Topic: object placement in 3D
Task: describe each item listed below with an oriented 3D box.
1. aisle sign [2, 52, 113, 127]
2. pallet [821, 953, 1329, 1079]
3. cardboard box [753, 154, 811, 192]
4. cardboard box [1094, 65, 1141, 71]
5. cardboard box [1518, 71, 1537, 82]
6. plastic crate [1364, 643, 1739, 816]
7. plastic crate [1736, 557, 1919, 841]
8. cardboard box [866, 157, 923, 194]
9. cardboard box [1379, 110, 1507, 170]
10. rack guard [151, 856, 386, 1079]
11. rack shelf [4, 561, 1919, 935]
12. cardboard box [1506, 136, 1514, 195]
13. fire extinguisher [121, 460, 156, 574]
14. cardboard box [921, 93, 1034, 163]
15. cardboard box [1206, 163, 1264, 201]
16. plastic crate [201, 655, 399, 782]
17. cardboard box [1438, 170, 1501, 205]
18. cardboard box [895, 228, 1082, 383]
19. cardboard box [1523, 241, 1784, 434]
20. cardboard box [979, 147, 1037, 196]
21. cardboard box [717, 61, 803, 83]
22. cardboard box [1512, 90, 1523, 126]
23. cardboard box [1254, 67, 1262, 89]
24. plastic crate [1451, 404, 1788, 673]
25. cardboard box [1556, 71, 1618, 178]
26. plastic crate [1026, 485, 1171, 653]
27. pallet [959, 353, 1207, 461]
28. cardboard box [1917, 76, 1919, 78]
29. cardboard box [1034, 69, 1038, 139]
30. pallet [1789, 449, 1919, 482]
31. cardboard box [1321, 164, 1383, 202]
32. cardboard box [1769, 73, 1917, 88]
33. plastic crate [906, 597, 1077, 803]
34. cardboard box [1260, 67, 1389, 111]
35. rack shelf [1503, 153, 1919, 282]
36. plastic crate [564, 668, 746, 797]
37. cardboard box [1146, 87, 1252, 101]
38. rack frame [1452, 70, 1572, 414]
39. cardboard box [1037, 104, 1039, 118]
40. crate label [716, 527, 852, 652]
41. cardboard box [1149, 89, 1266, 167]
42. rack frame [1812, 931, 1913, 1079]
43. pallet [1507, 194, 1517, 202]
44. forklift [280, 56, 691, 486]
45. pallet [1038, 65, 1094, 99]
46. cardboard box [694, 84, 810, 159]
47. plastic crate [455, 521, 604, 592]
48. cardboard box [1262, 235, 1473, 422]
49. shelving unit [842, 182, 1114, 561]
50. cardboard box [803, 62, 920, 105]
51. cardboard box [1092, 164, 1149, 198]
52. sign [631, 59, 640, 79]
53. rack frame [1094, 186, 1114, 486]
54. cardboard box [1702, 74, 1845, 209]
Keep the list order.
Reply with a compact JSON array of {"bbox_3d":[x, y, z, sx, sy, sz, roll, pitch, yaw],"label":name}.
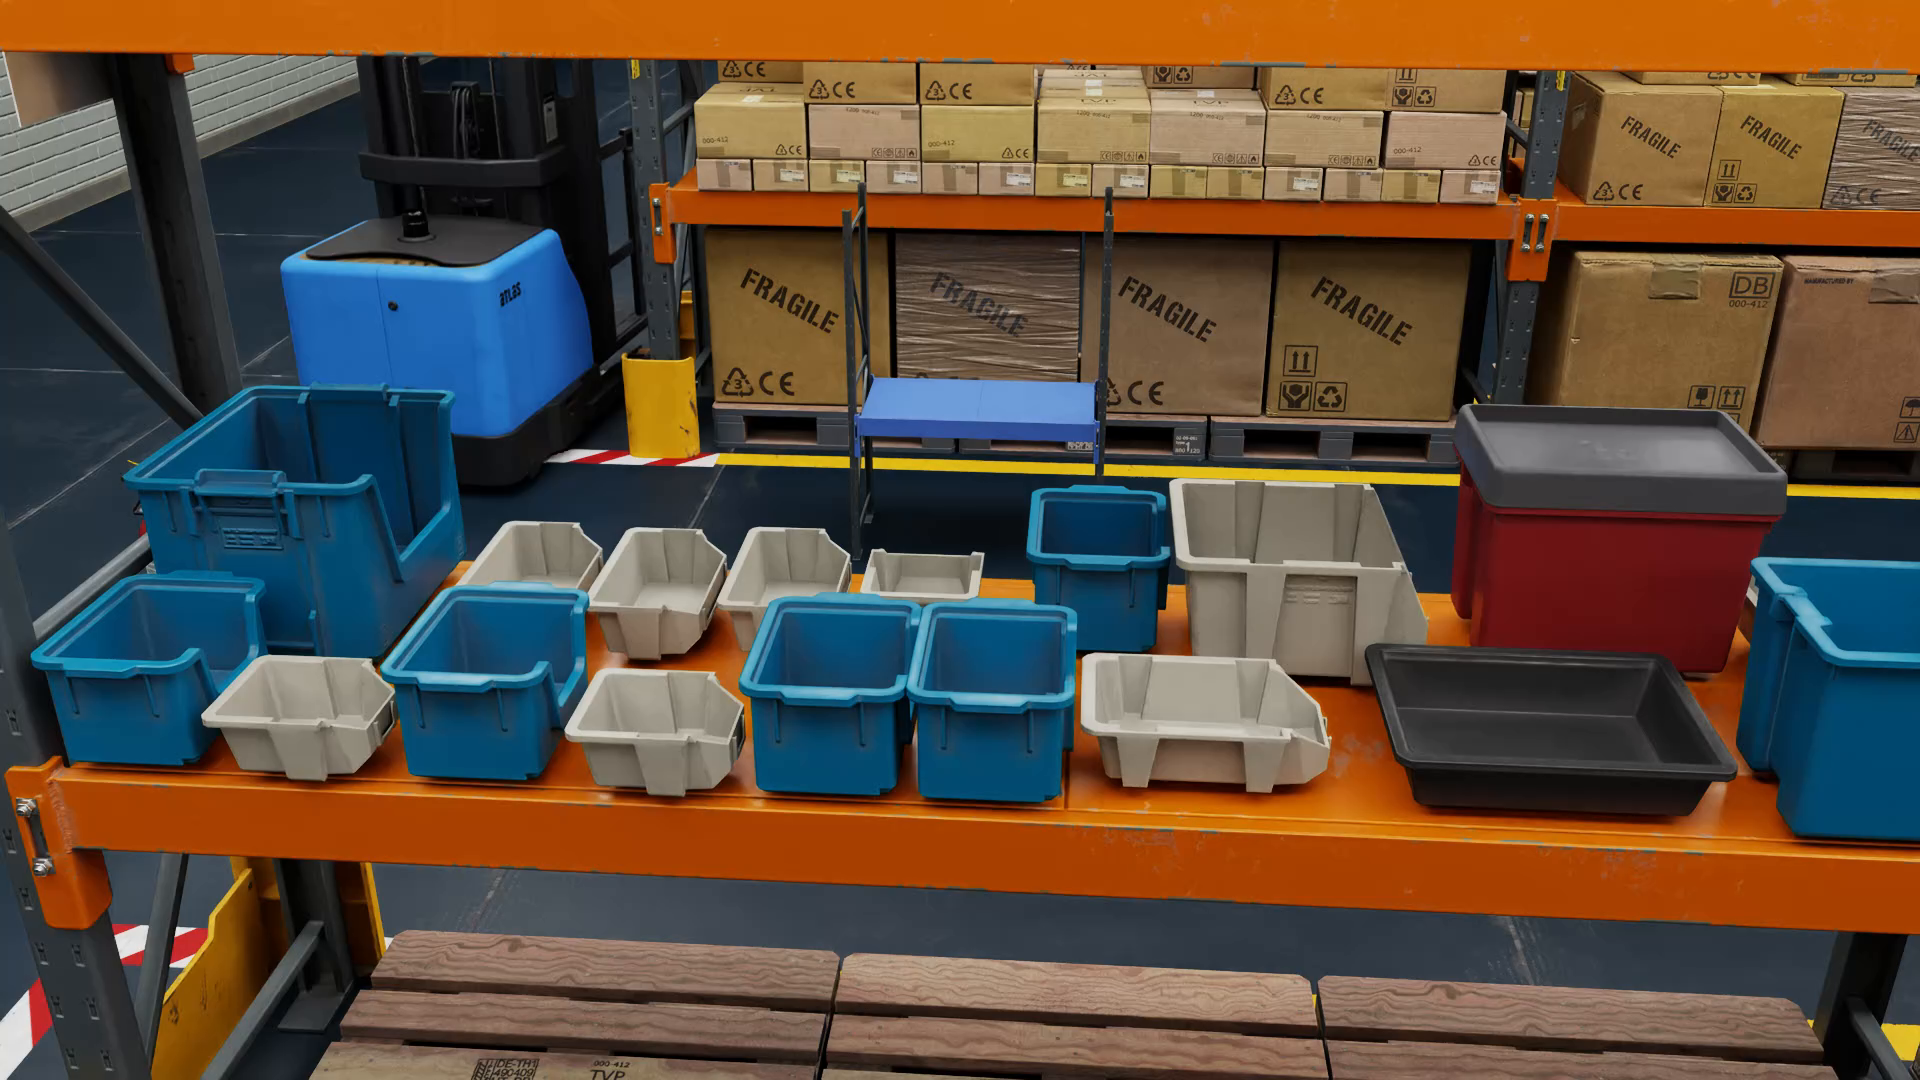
[{"bbox_3d":[-1.817,-1.245,3.257,0.004,0.787,0.394,2,25,4],"label":"aisle sign"},{"bbox_3d":[0.264,1.410,3.933,1.213,0.211,1.003,2,25,4],"label":"pallet"},{"bbox_3d":[-0.804,-1.733,7.729,0.250,0.149,0.380,1,25,3],"label":"cardboard box"},{"bbox_3d":[1.848,-5.126,17.365,0.875,0.438,0.875,1,25,2],"label":"cardboard box"},{"bbox_3d":[4.353,-3.395,12.631,0.500,0.250,0.500,3,25,6],"label":"cardboard box"},{"bbox_3d":[1.084,0.362,3.132,0.590,0.125,0.437,2,25,4],"label":"plastic crate"},{"bbox_3d":[1.729,0.296,2.966,0.575,0.384,0.392,2,25,4],"label":"plastic crate"},{"bbox_3d":[-0.289,-1.717,7.694,0.250,0.149,0.380,1,25,3],"label":"cardboard box"},{"bbox_3d":[2.139,-1.848,7.501,0.500,0.250,0.500,1,25,3],"label":"cardboard box"},{"bbox_3d":[-1.793,1.201,4.043,0.348,0.500,1.175,2,25,4],"label":"rack guard"},{"bbox_3d":[0.226,0.451,3.542,4.000,0.370,1.077,2,25,4],"label":"rack shelf"},{"bbox_3d":[3.796,-2.861,12.367,0.500,0.500,0.500,3,25,6],"label":"cardboard box"},{"bbox_3d":[-1.884,0.071,4.046,0.183,0.674,0.296,2,25,4],"label":"fire extinguisher"},{"bbox_3d":[0.089,-1.912,7.639,0.500,0.250,0.500,1,25,2],"label":"cardboard box"},{"bbox_3d":[1.244,-1.668,7.587,0.250,0.149,0.380,2,25,5],"label":"cardboard box"},{"bbox_3d":[-1.233,0.343,3.160,0.298,0.136,0.250,2,25,4],"label":"plastic crate"},{"bbox_3d":[2.270,-1.635,7.515,0.250,0.149,0.380,2,25,4],"label":"cardboard box"},{"bbox_3d":[0.163,-1.213,8.338,0.875,0.875,0.875,2,25,4],"label":"cardboard box"},{"bbox_3d":[3.239,-1.089,8.068,0.875,0.875,1.225,2,25,4],"label":"cardboard box"},{"bbox_3d":[0.222,-1.701,7.658,0.250,0.149,0.380,2,25,3],"label":"cardboard box"},{"bbox_3d":[-0.883,-2.505,8.033,0.500,0.500,0.500,2,25,5],"label":"cardboard box"},{"bbox_3d":[3.796,-3.202,12.211,0.500,0.250,0.500,1,25,2],"label":"cardboard box"},{"bbox_3d":[1.651,-2.424,7.857,0.500,0.500,0.500,2,25,4],"label":"cardboard box"},{"bbox_3d":[1.349,-0.001,3.515,0.583,0.464,0.402,2,25,4],"label":"plastic crate"},{"bbox_3d":[3.087,-2.020,7.932,0.500,0.500,0.500,2,25,4],"label":"cardboard box"},{"bbox_3d":[0.299,0.068,3.642,0.300,0.233,0.416,2,25,4],"label":"plastic crate"},{"bbox_3d":[0.628,-0.704,8.527,1.213,0.211,1.003,2,25,4],"label":"pallet"},{"bbox_3d":[4.600,-1.970,7.822,0.500,0.500,0.500,2,25,4],"label":"cardboard box"},{"bbox_3d":[0.128,-2.133,8.121,0.500,0.250,0.500,1,25,2],"label":"cardboard box"},{"bbox_3d":[4.594,-0.578,8.253,1.213,0.211,1.003,2,25,4],"label":"pallet"},{"bbox_3d":[1.758,-1.651,7.551,0.250,0.149,0.380,1,25,3],"label":"cardboard box"},{"bbox_3d":[3.920,-2.333,7.413,0.637,0.503,0.797,2,25,5],"label":"cardboard box"},{"bbox_3d":[0.065,0.306,3.125,0.300,0.233,0.416,2,25,4],"label":"plastic crate"},{"bbox_3d":[1.621,-2.205,7.379,0.500,0.500,0.500,2,25,5],"label":"cardboard box"},{"bbox_3d":[4.594,-1.485,7.750,4.000,0.370,1.077,2,25,4],"label":"rack shelf"},{"bbox_3d":[-0.557,0.365,3.113,0.298,0.136,0.250,2,25,4],"label":"plastic crate"},{"bbox_3d":[1.139,-2.099,8.047,0.500,0.250,0.500,2,25,5],"label":"cardboard box"},{"bbox_3d":[2.599,-1.876,7.738,0.127,3.000,1.000,2,25,4],"label":"rack frame"},{"bbox_3d":[0.678,-3.315,13.063,0.250,0.149,0.380,3,25,6],"label":"cardboard box"},{"bbox_3d":[-0.374,0.118,3.650,0.243,0.136,0.396,2,25,4],"label":"crate label"},{"bbox_3d":[1.114,-1.879,7.570,0.500,0.250,0.500,2,25,5],"label":"cardboard box"},{"bbox_3d":[2.220,0.188,3.252,0.127,3.000,1.000,2,25,4],"label":"rack frame"},{"bbox_3d":[3.856,-2.649,12.754,1.213,0.211,1.003,2,25,4],"label":"pallet"},{"bbox_3d":[-2.275,-2.165,8.450,1.130,2.935,3.031,5,25,10],"label":"forklift"},{"bbox_3d":[1.386,-4.834,17.504,1.213,0.211,1.003,2,25,4],"label":"pallet"},{"bbox_3d":[-0.931,-1.943,7.708,0.500,0.250,0.500,1,25,3],"label":"cardboard box"},{"bbox_3d":[-0.941,0.104,3.680,0.243,0.136,0.396,2,25,4],"label":"plastic crate"},{"bbox_3d":[1.948,-1.156,8.213,0.875,0.875,0.875,2,25,4],"label":"cardboard box"},{"bbox_3d":[0.085,-0.679,6.931,1.048,1.500,0.538,2,25,4],"label":"shelving unit"},{"bbox_3d":[-0.432,-2.268,7.516,0.500,0.500,0.500,1,25,3],"label":"cardboard box"},{"bbox_3d":[0.735,-1.685,7.623,0.250,0.149,0.380,2,25,5],"label":"cardboard box"},{"bbox_3d":[-1.437,-2.202,7.317,0.005,0.325,0.100,2,25,4],"label":"sign"},{"bbox_3d":[0.592,-0.662,6.895,0.032,1.500,0.500,2,25,4],"label":"rack frame"},{"bbox_3d":[3.540,-1.787,7.425,0.500,0.500,0.500,2,25,4],"label":"cardboard box"}]
